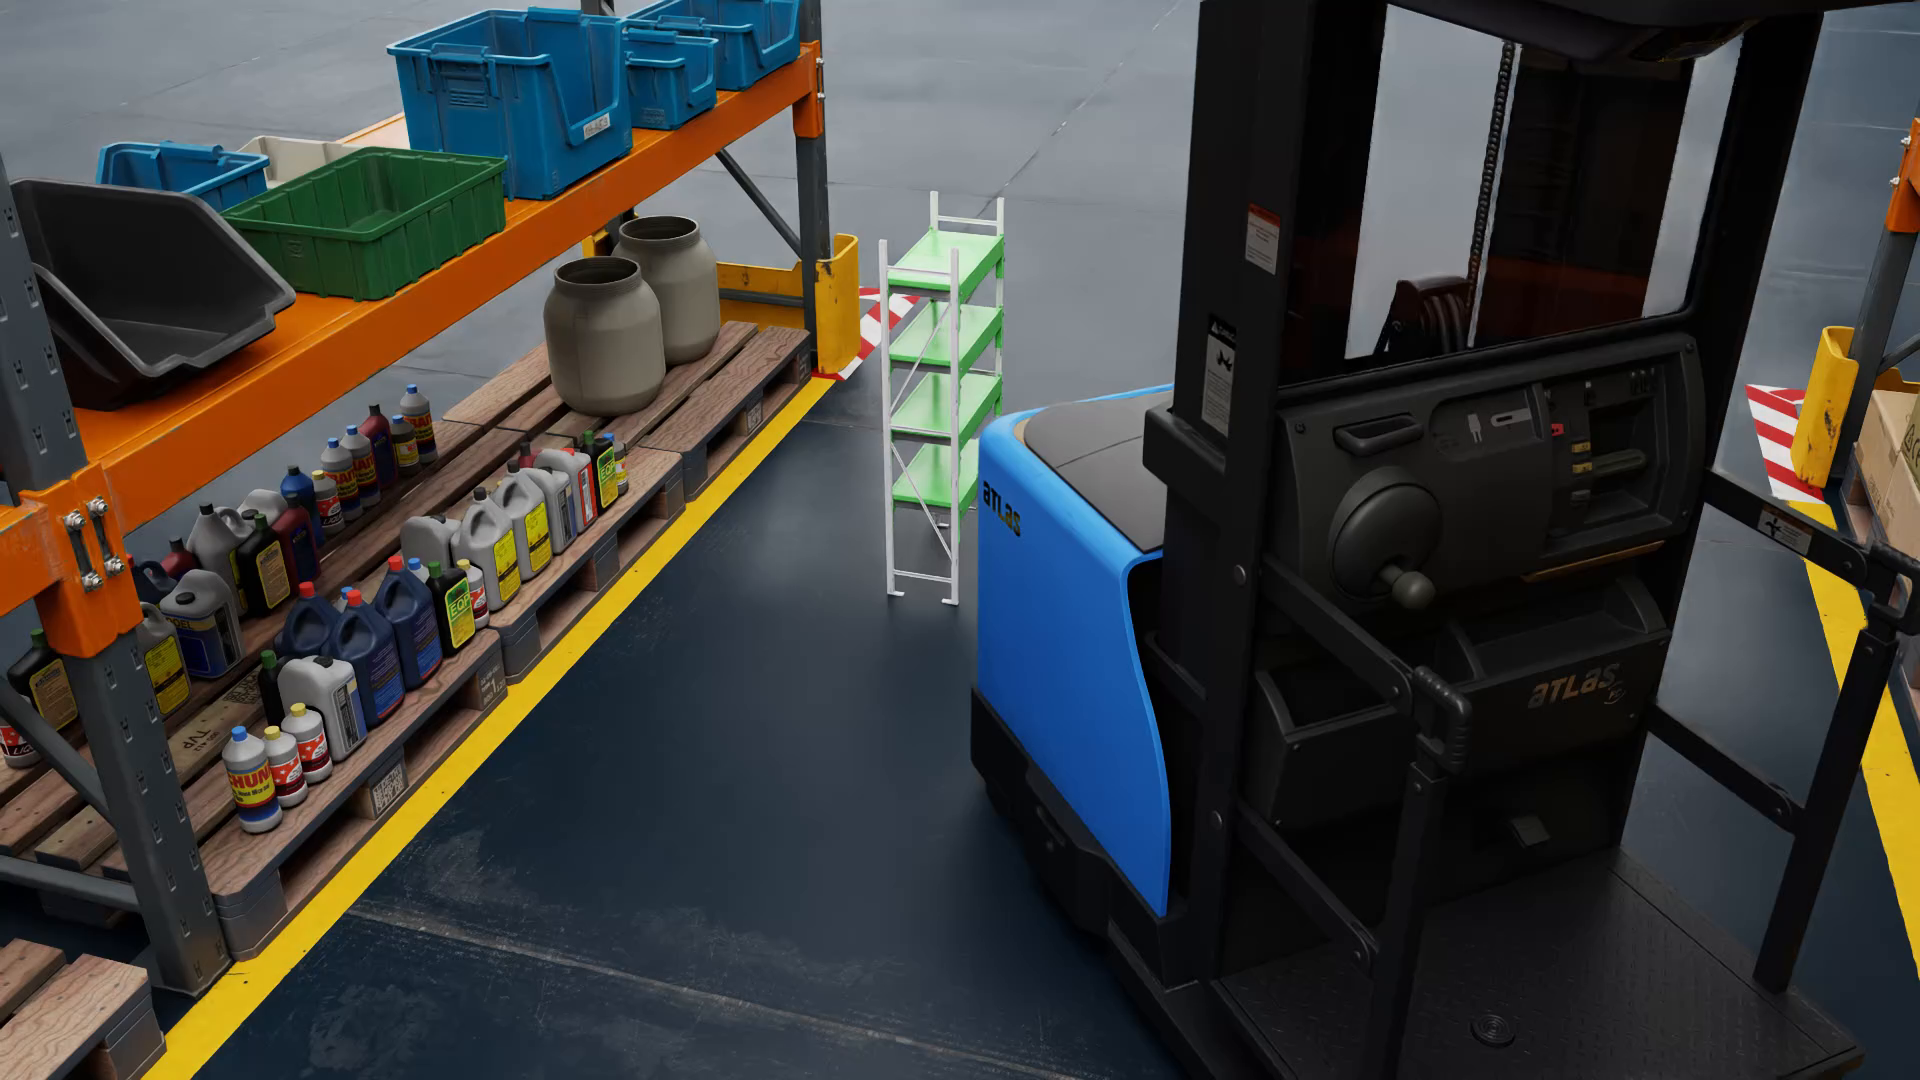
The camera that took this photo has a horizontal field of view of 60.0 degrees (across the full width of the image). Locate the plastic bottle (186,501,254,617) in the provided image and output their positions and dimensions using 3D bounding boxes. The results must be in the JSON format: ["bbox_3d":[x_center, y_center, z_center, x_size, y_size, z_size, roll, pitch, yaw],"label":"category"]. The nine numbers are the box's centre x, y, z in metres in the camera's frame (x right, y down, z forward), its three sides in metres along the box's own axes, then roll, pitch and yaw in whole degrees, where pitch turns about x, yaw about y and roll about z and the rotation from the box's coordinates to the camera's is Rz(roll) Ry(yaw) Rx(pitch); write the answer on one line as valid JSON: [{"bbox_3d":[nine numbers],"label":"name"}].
[{"bbox_3d":[-2.155,0.038,4.868,0.144,0.351,0.185,8,30,15],"label":"plastic bottle"}]

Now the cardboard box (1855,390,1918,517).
[{"bbox_3d":[3.318,-0.262,5.532,0.500,0.250,0.500,8,30,15],"label":"cardboard box"}]

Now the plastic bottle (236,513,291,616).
[{"bbox_3d":[-2.050,0.070,4.880,0.061,0.283,0.133,8,30,15],"label":"plastic bottle"}]

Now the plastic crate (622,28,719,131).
[{"bbox_3d":[-1.103,-1.565,5.631,0.499,0.251,0.408,8,30,15],"label":"plastic crate"}]

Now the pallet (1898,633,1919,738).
[{"bbox_3d":[3.144,0.647,4.369,1.003,0.211,1.213,8,30,15],"label":"pallet"}]

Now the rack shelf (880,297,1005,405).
[{"bbox_3d":[-0.049,-0.601,5.234,0.258,0.148,0.480,8,30,15],"label":"rack shelf"}]

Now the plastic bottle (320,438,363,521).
[{"bbox_3d":[-2.006,-0.202,5.382,0.097,0.271,0.097,0,29,0],"label":"plastic bottle"}]

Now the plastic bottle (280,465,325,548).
[{"bbox_3d":[-2.065,-0.108,5.213,0.097,0.271,0.097,0,29,0],"label":"plastic bottle"}]

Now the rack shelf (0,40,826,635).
[{"bbox_3d":[-1.633,-0.962,5.135,1.077,0.370,4.000,8,30,15],"label":"rack shelf"}]

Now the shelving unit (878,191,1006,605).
[{"bbox_3d":[-0.049,-0.447,5.320,0.258,1.200,0.503,8,30,15],"label":"shelving unit"}]

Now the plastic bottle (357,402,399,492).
[{"bbox_3d":[-1.960,-0.311,5.565,0.061,0.283,0.133,9,30,16],"label":"plastic bottle"}]

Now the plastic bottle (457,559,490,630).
[{"bbox_3d":[-1.425,0.151,4.818,0.097,0.201,0.097,0,29,0],"label":"plastic bottle"}]

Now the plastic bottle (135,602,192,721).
[{"bbox_3d":[-2.168,0.298,4.401,0.144,0.351,0.185,8,30,15],"label":"plastic bottle"}]

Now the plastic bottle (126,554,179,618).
[{"bbox_3d":[-2.250,0.188,4.598,0.144,0.351,0.185,7,30,12],"label":"plastic bottle"}]

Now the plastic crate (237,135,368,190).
[{"bbox_3d":[-1.985,-1.023,4.774,0.530,0.136,0.437,8,30,15],"label":"plastic crate"}]

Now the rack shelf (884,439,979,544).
[{"bbox_3d":[-0.049,-0.182,5.468,0.258,0.148,0.480,8,30,15],"label":"rack shelf"}]

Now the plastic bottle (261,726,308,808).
[{"bbox_3d":[-1.677,0.550,4.101,0.097,0.201,0.097,0,29,0],"label":"plastic bottle"}]

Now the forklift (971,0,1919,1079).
[{"bbox_3d":[1.086,-0.082,2.883,1.130,2.935,3.031,-12,31,-21],"label":"forklift"}]

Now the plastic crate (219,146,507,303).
[{"bbox_3d":[-1.551,-0.845,4.402,0.450,0.188,0.662,8,30,15],"label":"plastic crate"}]

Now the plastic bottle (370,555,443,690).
[{"bbox_3d":[-1.531,0.214,4.551,0.144,0.351,0.185,7,30,13],"label":"plastic bottle"}]

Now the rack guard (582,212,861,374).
[{"bbox_3d":[-1.023,-1.072,7.163,1.175,0.500,0.348,8,30,15],"label":"rack guard"}]

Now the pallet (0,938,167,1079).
[{"bbox_3d":[-2.413,1.242,3.301,1.003,0.211,1.213,8,30,15],"label":"pallet"}]

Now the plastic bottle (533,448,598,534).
[{"bbox_3d":[-1.266,-0.179,5.335,0.152,0.276,0.135,9,30,15],"label":"plastic bottle"}]

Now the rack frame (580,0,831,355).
[{"bbox_3d":[-1.046,-2.206,6.630,1.000,3.000,0.127,8,30,15],"label":"rack frame"}]

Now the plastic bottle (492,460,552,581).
[{"bbox_3d":[-1.351,-0.070,5.062,0.144,0.351,0.185,10,31,17],"label":"plastic bottle"}]

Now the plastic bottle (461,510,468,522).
[{"bbox_3d":[-1.480,-0.001,5.093,0.097,0.201,0.097,0,29,0],"label":"plastic bottle"}]

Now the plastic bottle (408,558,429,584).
[{"bbox_3d":[-1.523,0.175,4.703,0.097,0.271,0.097,0,29,0],"label":"plastic bottle"}]

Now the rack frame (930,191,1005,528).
[{"bbox_3d":[0.023,-0.561,5.524,0.240,1.200,0.015,8,30,15],"label":"rack frame"}]

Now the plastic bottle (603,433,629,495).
[{"bbox_3d":[-1.166,-0.260,5.557,0.097,0.201,0.097,0,29,0],"label":"plastic bottle"}]

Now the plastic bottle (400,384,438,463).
[{"bbox_3d":[-1.876,-0.408,5.752,0.097,0.271,0.097,0,29,0],"label":"plastic bottle"}]

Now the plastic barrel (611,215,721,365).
[{"bbox_3d":[-1.166,-0.986,6.564,0.421,0.512,0.421,0,29,0],"label":"plastic barrel"}]

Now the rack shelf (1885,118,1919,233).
[{"bbox_3d":[3.101,-0.254,3.861,1.077,0.370,4.000,8,30,15],"label":"rack shelf"}]

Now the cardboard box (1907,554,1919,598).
[{"bbox_3d":[3.028,0.203,4.696,0.500,0.250,0.500,8,30,15],"label":"cardboard box"}]

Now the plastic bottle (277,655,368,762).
[{"bbox_3d":[-1.638,0.411,4.275,0.152,0.276,0.135,10,30,17],"label":"plastic bottle"}]

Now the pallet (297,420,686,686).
[{"bbox_3d":[-1.627,-0.004,5.540,1.003,0.211,1.213,8,30,15],"label":"pallet"}]

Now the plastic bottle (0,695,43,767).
[{"bbox_3d":[-2.411,0.470,4.245,0.097,0.201,0.097,0,29,0],"label":"plastic bottle"}]

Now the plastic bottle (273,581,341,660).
[{"bbox_3d":[-1.724,0.281,4.431,0.144,0.351,0.185,8,30,15],"label":"plastic bottle"}]

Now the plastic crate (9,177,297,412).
[{"bbox_3d":[-1.944,-0.545,3.709,0.767,0.338,0.504,8,30,15],"label":"plastic crate"}]
